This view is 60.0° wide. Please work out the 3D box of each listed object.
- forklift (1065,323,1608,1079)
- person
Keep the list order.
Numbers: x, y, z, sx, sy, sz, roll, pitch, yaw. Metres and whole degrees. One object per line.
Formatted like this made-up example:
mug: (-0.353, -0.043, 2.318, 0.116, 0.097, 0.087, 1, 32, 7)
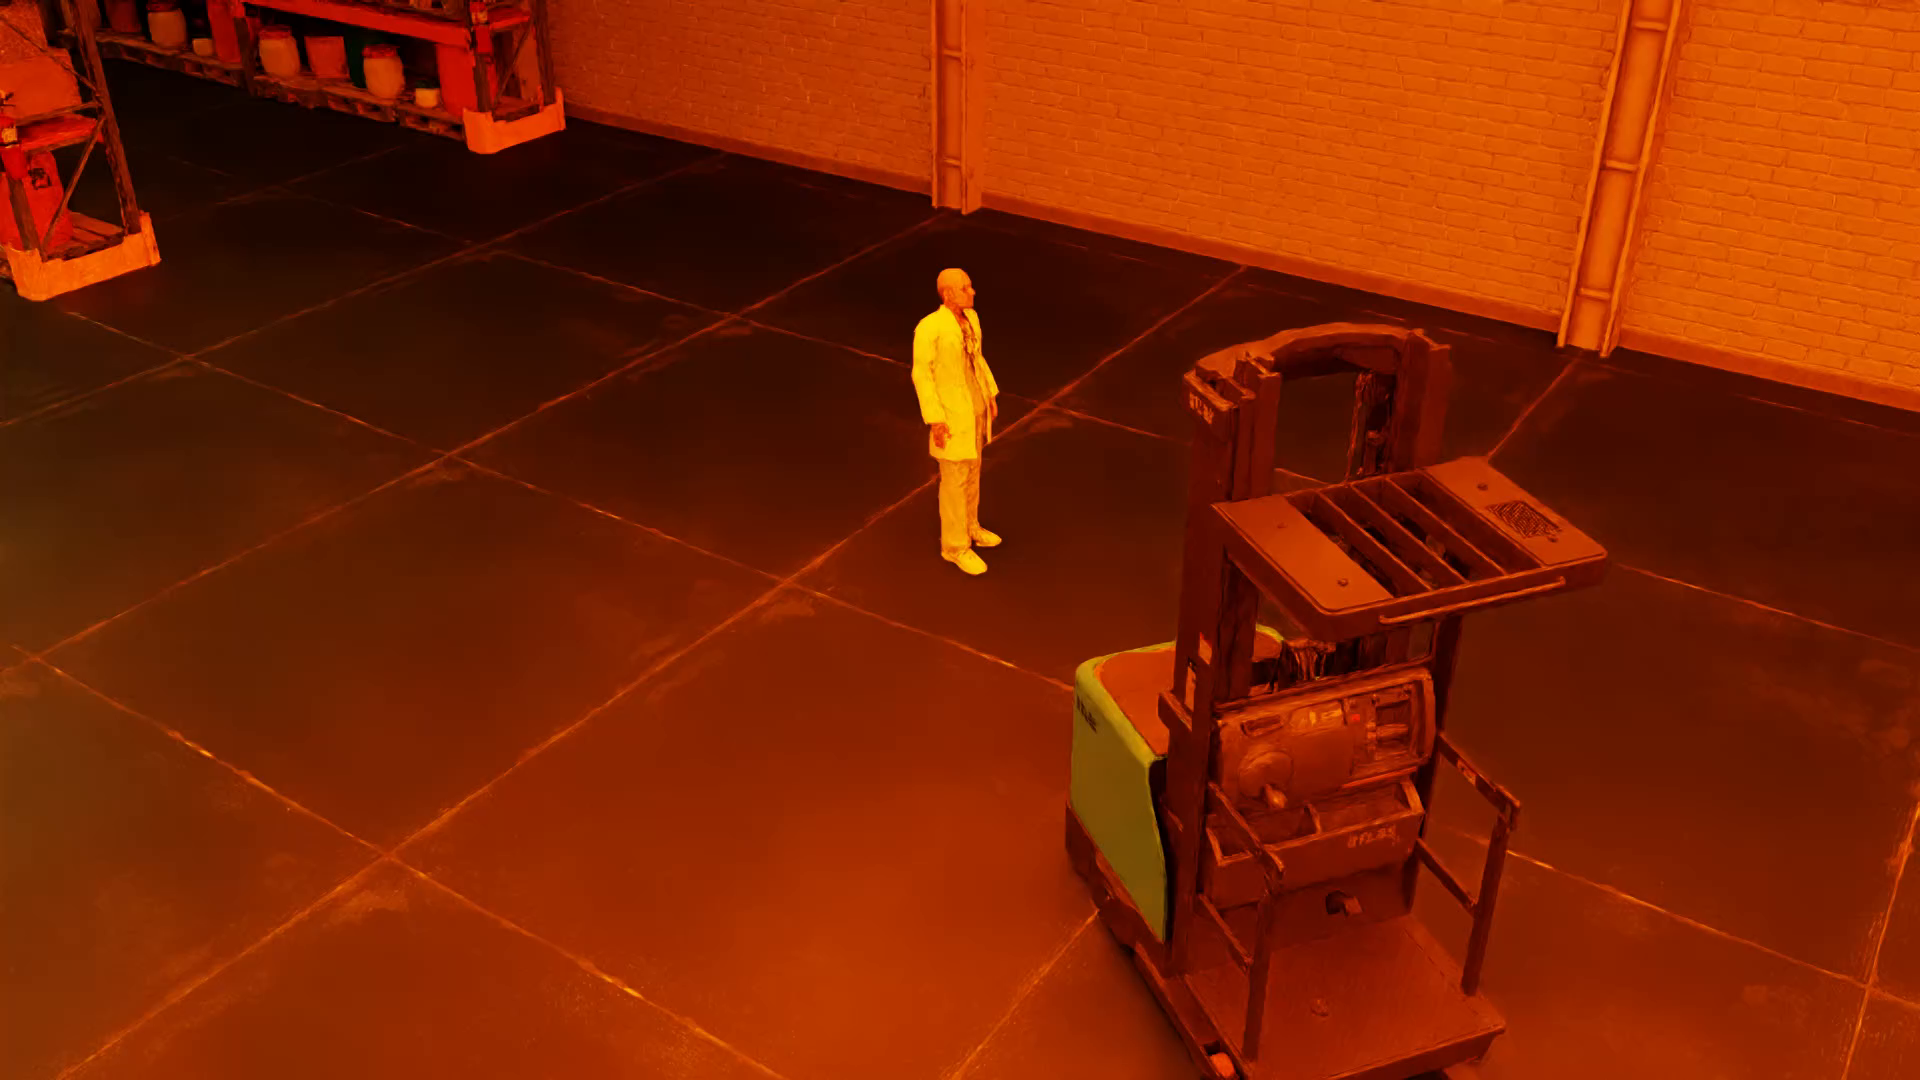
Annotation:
forklift: (1.481, 0.812, 6.183, 1.130, 2.935, 3.031, -10, 32, -17)
person: (0.073, -0.747, 10.003, 0.579, 1.776, 0.694, 19, 35, 29)
